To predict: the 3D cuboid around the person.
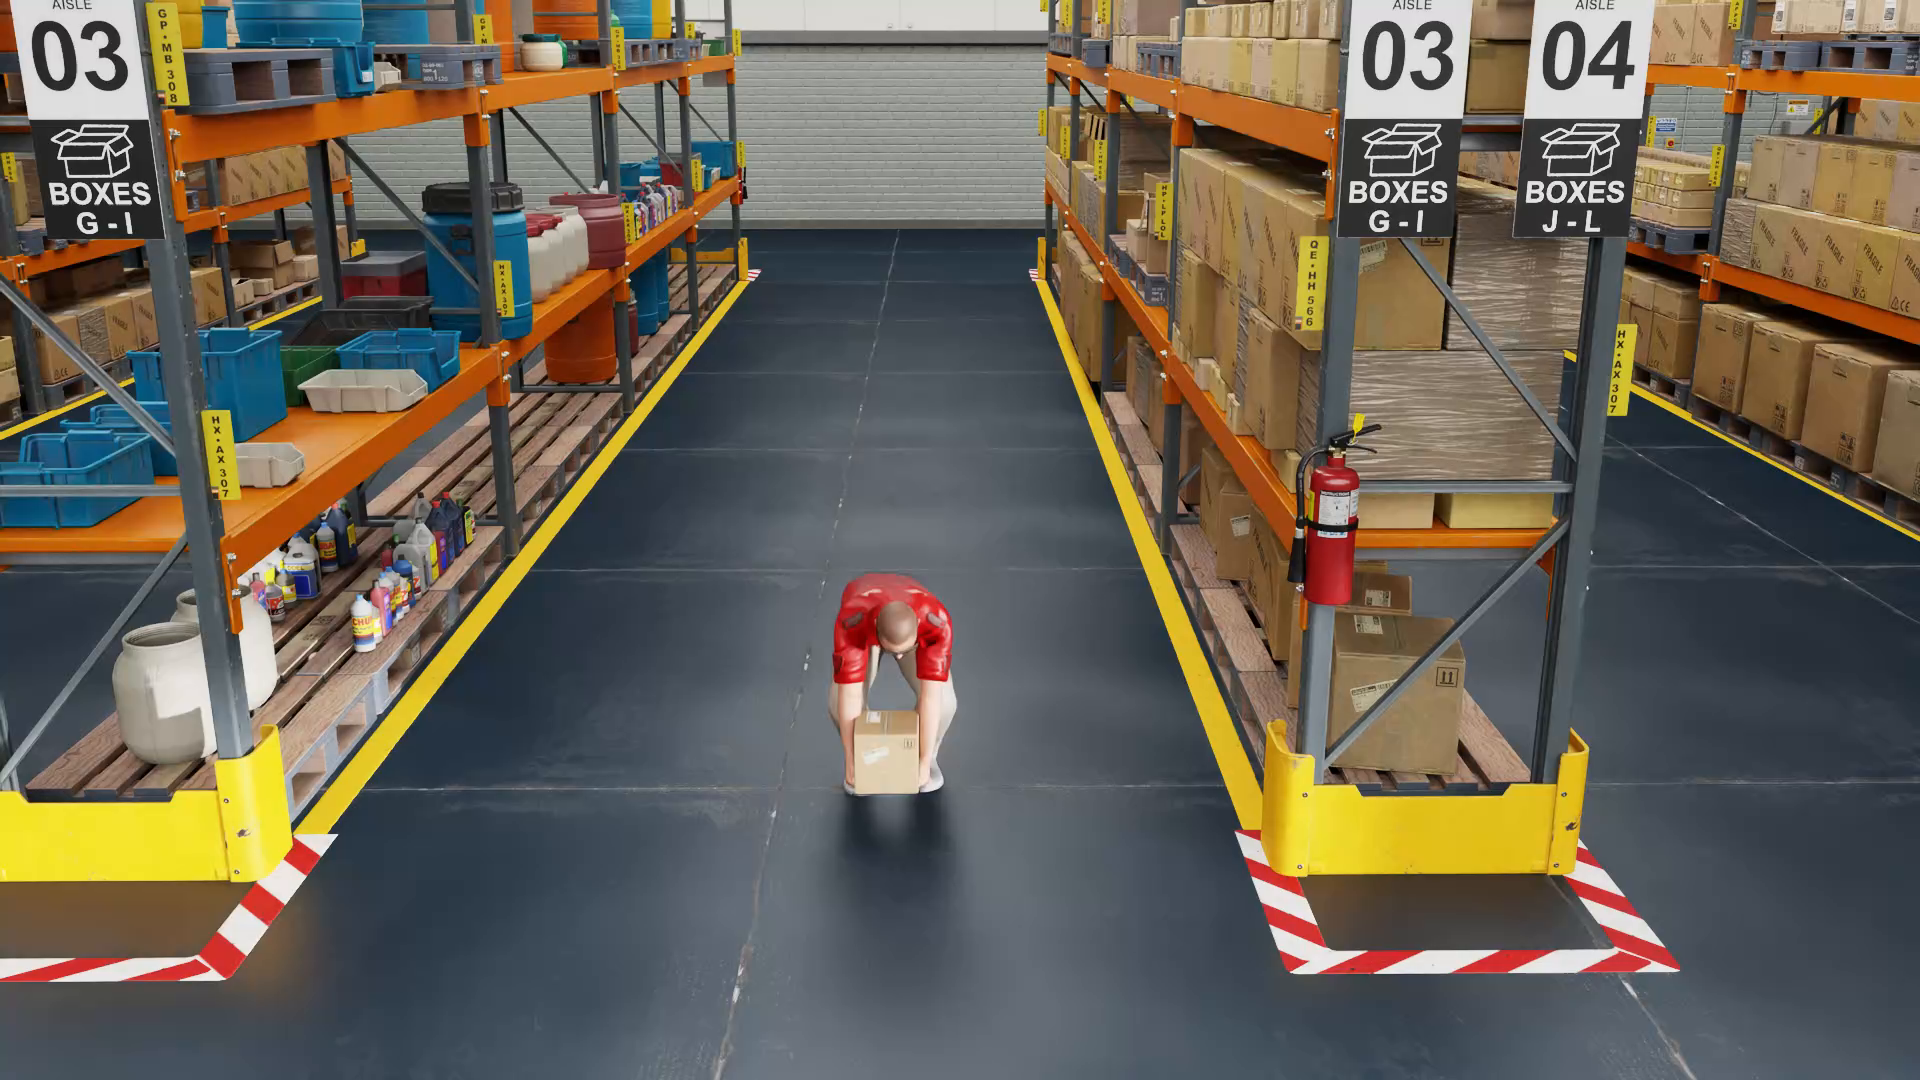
[{"bbox_3d":[-0.275,0.527,6.776,0.481,0.794,0.803,-1,17,-3],"label":"person"}]
